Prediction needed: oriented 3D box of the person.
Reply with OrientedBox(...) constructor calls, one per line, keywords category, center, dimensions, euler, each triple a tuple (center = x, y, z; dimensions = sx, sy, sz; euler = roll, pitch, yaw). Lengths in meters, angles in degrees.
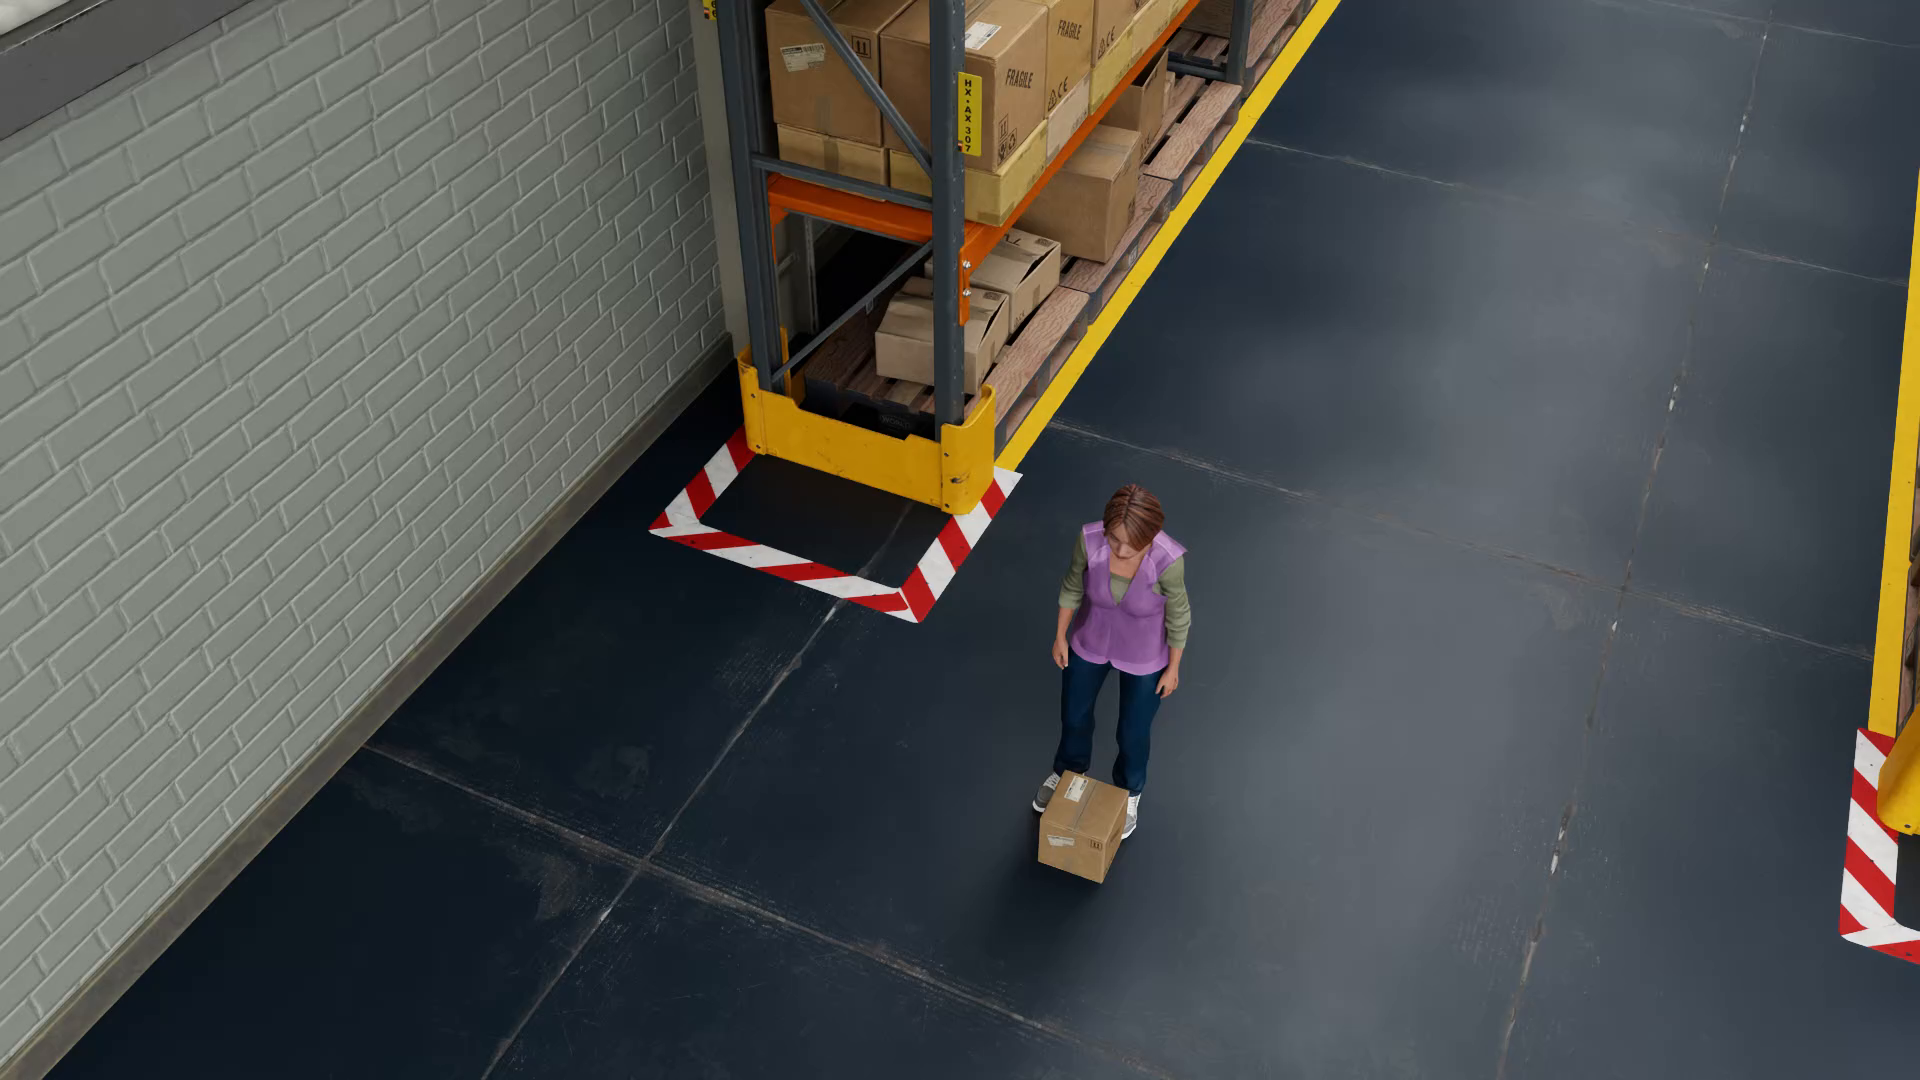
OrientedBox(category="person", center=(0.539, 0.396, 5.739), dimensions=(0.474, 1.592, 0.346), euler=(15, 45, 16))
